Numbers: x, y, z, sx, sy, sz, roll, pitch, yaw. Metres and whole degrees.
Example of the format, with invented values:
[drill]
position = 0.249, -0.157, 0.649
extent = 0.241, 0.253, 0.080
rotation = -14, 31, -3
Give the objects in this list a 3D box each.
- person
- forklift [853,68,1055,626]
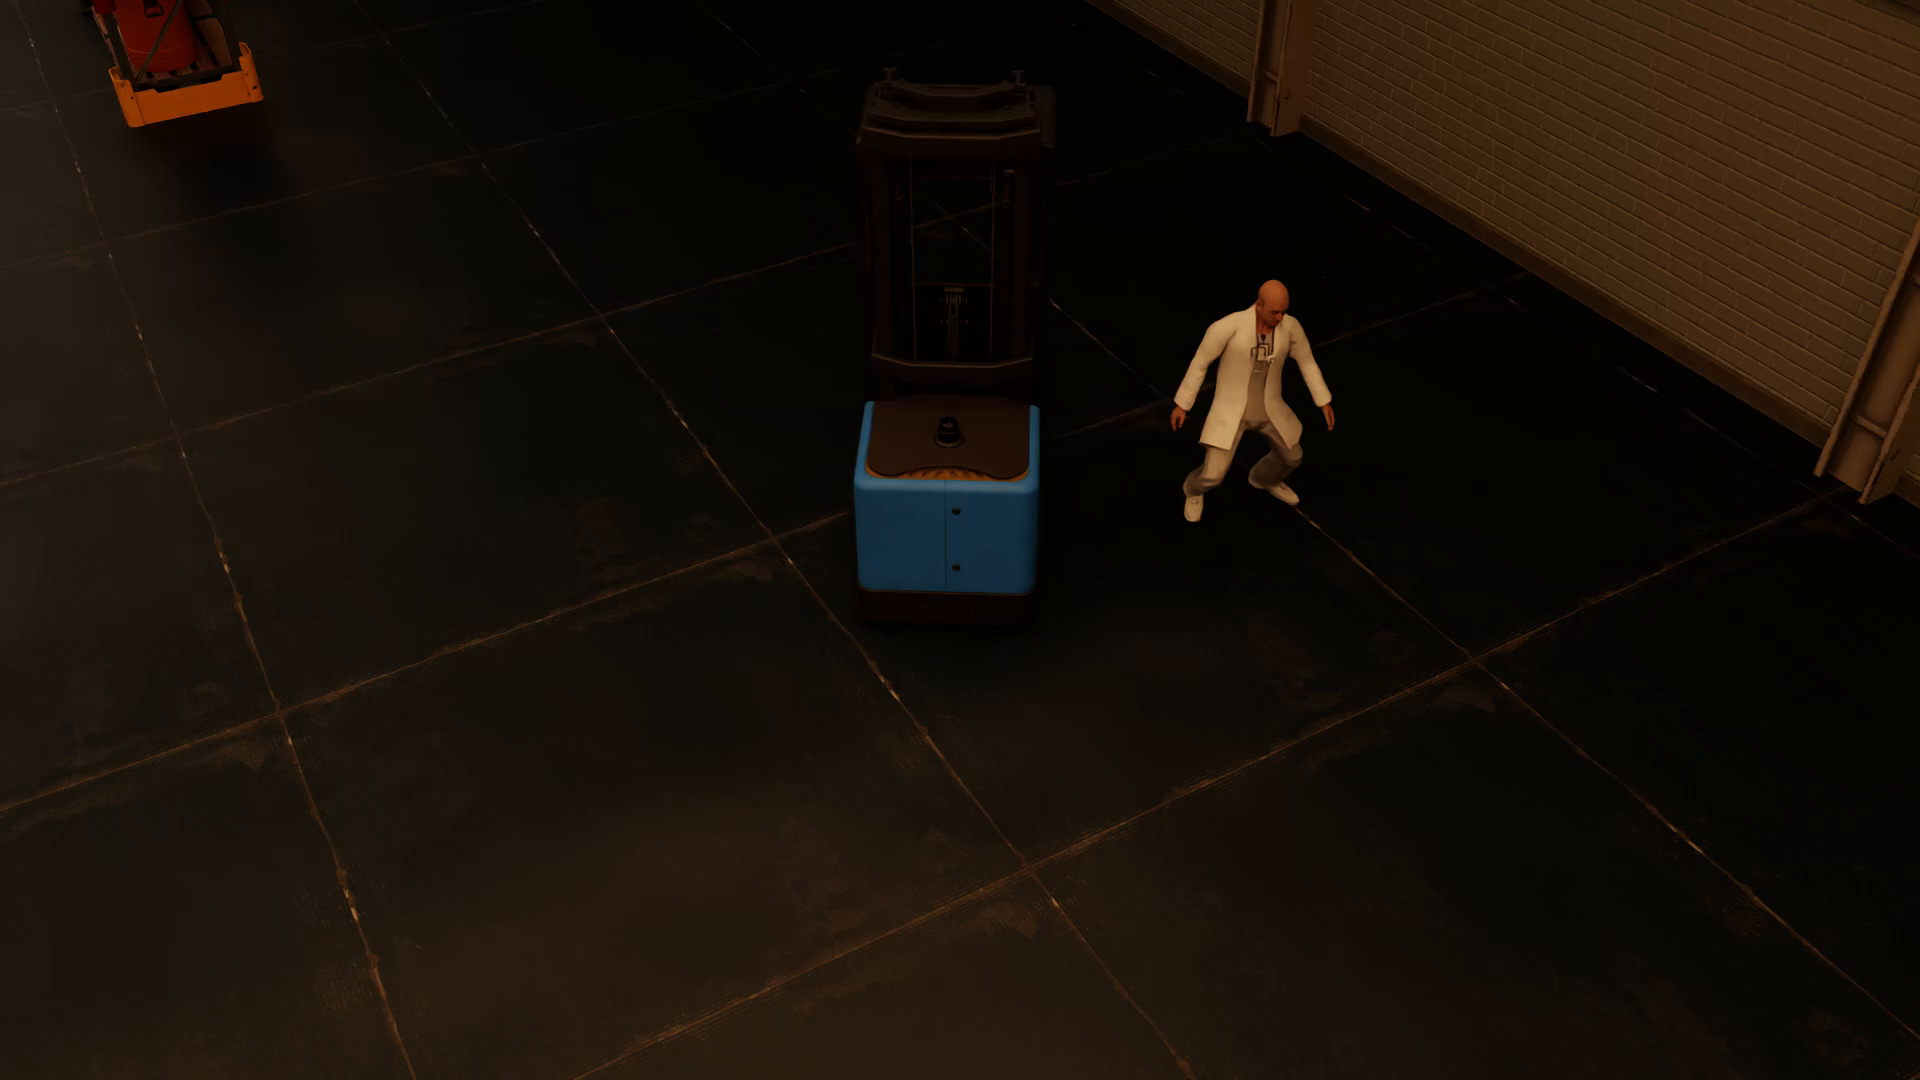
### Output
[person]
position = 1.756, -0.808, 10.026
extent = 0.977, 1.663, 0.605
rotation = -6, 40, -7
[forklift]
position = -0.014, -1.551, 9.906
extent = 1.130, 2.935, 3.031
rotation = 2, 40, 2
